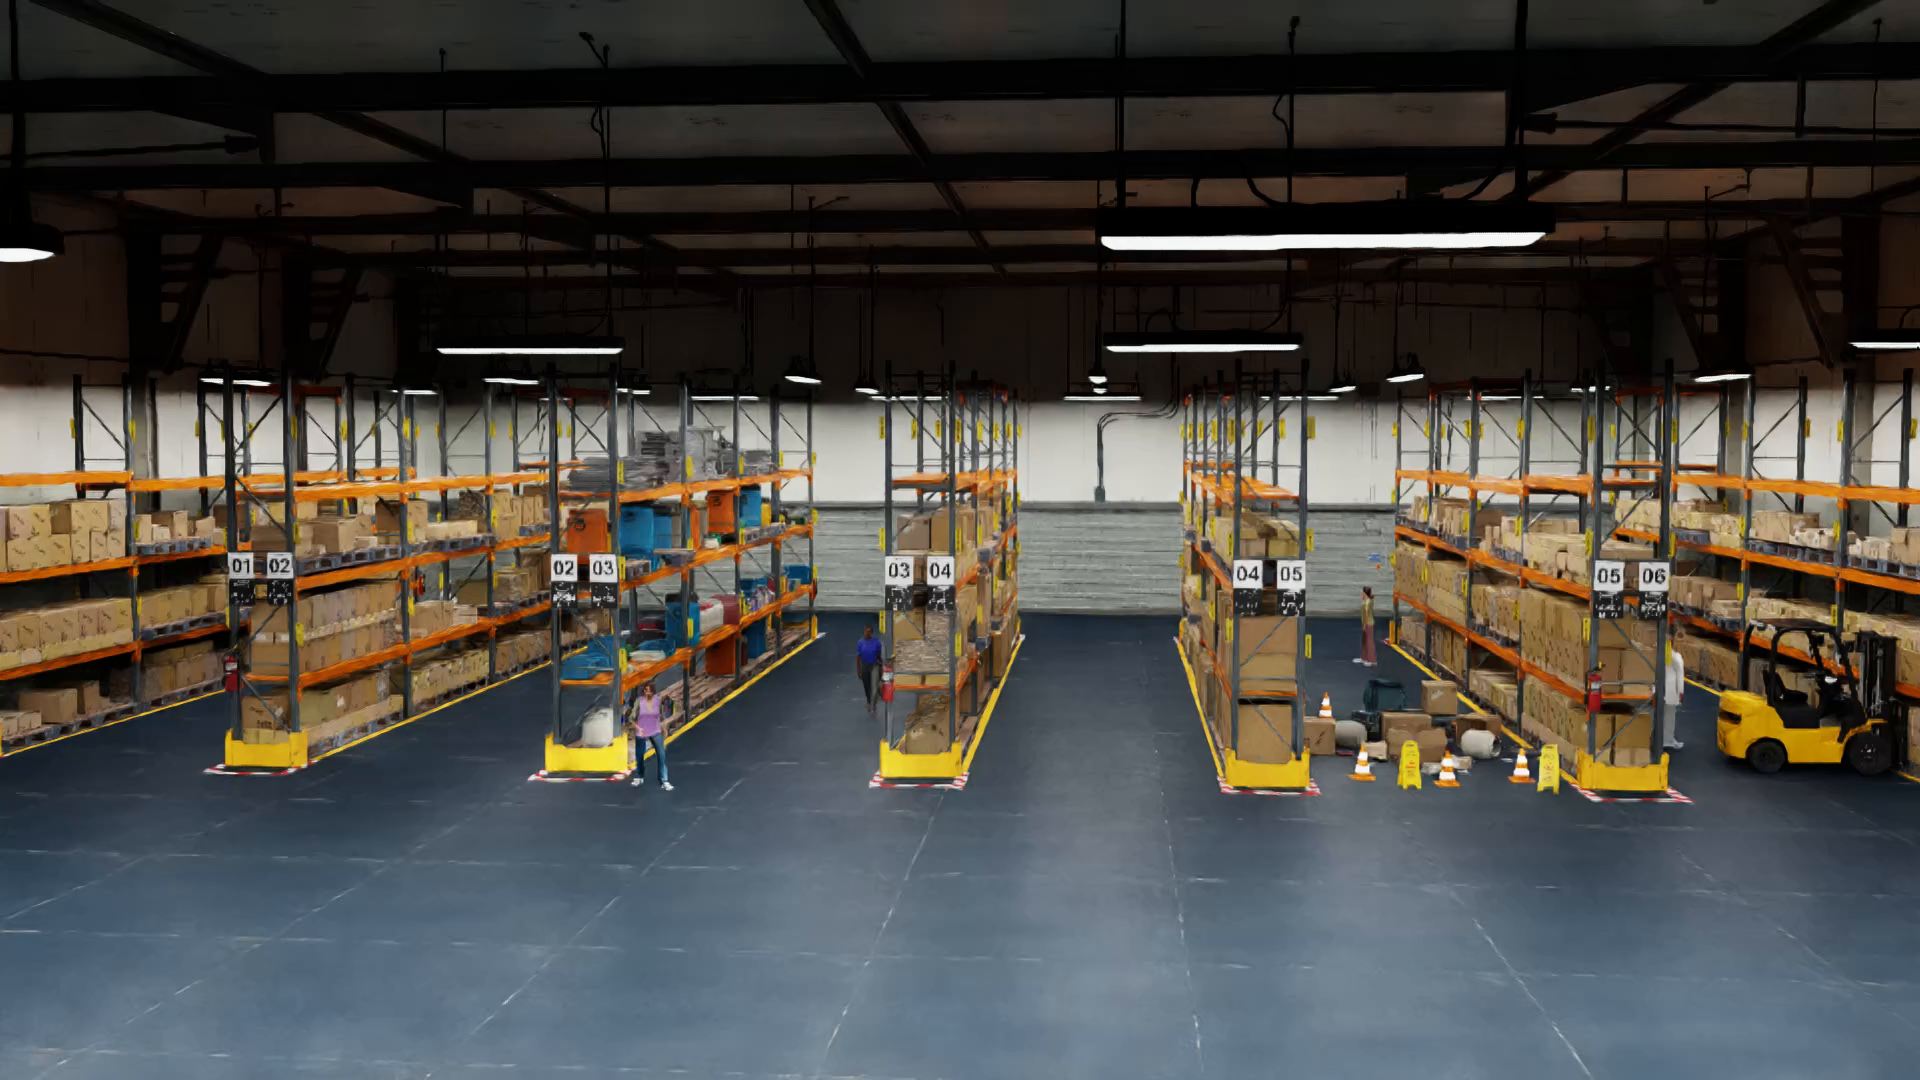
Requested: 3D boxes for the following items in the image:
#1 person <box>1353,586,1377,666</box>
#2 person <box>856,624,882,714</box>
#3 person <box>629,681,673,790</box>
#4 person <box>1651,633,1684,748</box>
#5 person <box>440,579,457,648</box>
[{"bbox_3d":[8.653,1.819,35.463,0.545,1.670,0.545,2,4,23],"label":"person"},{"bbox_3d":[-1.617,2.260,29.483,0.447,1.574,1.088,0,4,8],"label":"person"},{"bbox_3d":[-4.327,2.702,23.207,0.573,1.532,0.763,-1,4,-14],"label":"person"},{"bbox_3d":[11.225,2.364,26.346,0.514,1.785,0.638,-2,4,-26],"label":"person"},{"bbox_3d":[-11.267,1.713,36.594,0.456,1.762,0.607,-2,4,-25],"label":"person"}]
